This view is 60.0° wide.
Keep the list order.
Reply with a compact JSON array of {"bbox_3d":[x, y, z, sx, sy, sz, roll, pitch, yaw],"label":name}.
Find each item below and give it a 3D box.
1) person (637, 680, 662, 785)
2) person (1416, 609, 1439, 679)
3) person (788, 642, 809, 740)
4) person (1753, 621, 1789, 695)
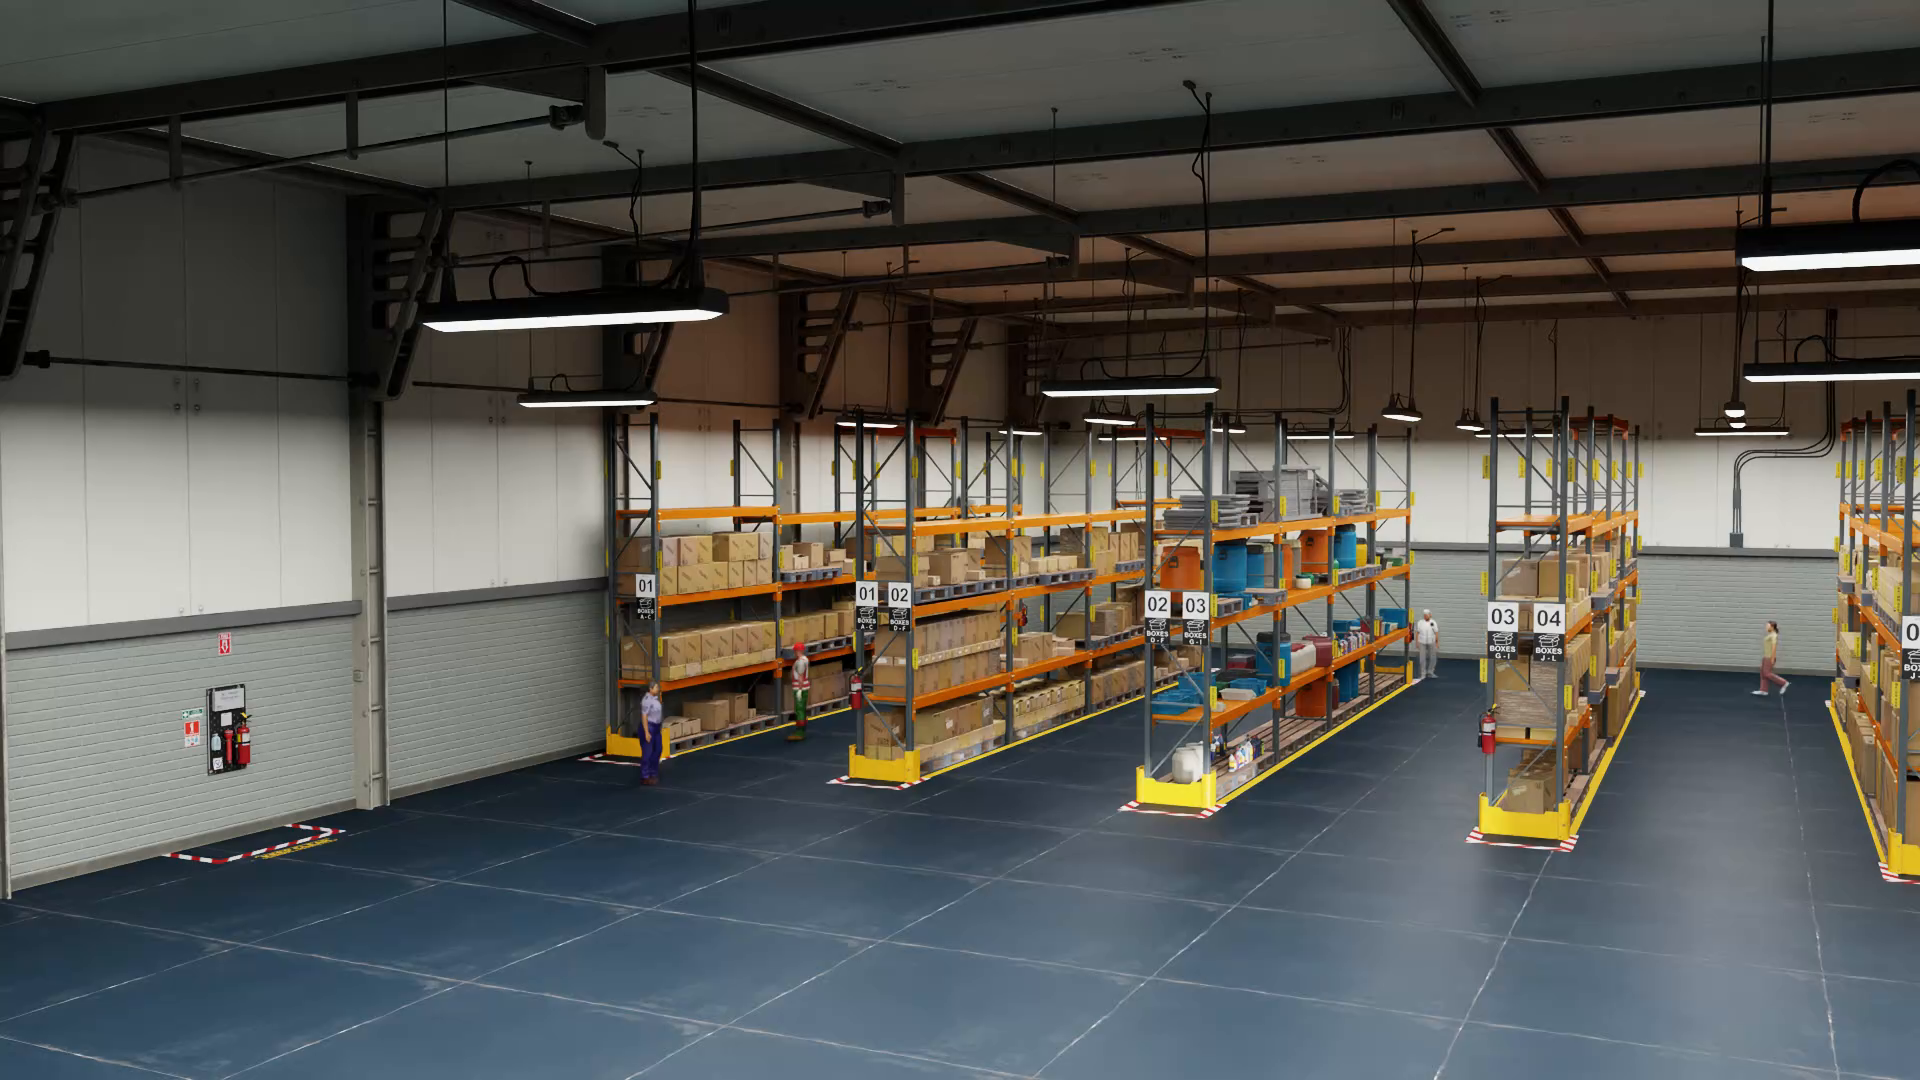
[{"bbox_3d":[-4.958,3.104,26.593,0.366,1.729,0.565,0,2,10],"label":"person"},{"bbox_3d":[11.224,2.498,39.923,0.534,1.675,0.396,1,3,17],"label":"person"},{"bbox_3d":[-3.006,2.799,30.910,0.417,1.791,0.605,0,2,2],"label":"person"},{"bbox_3d":[17.961,2.616,36.799,0.686,1.656,0.457,1,2,16],"label":"person"}]
